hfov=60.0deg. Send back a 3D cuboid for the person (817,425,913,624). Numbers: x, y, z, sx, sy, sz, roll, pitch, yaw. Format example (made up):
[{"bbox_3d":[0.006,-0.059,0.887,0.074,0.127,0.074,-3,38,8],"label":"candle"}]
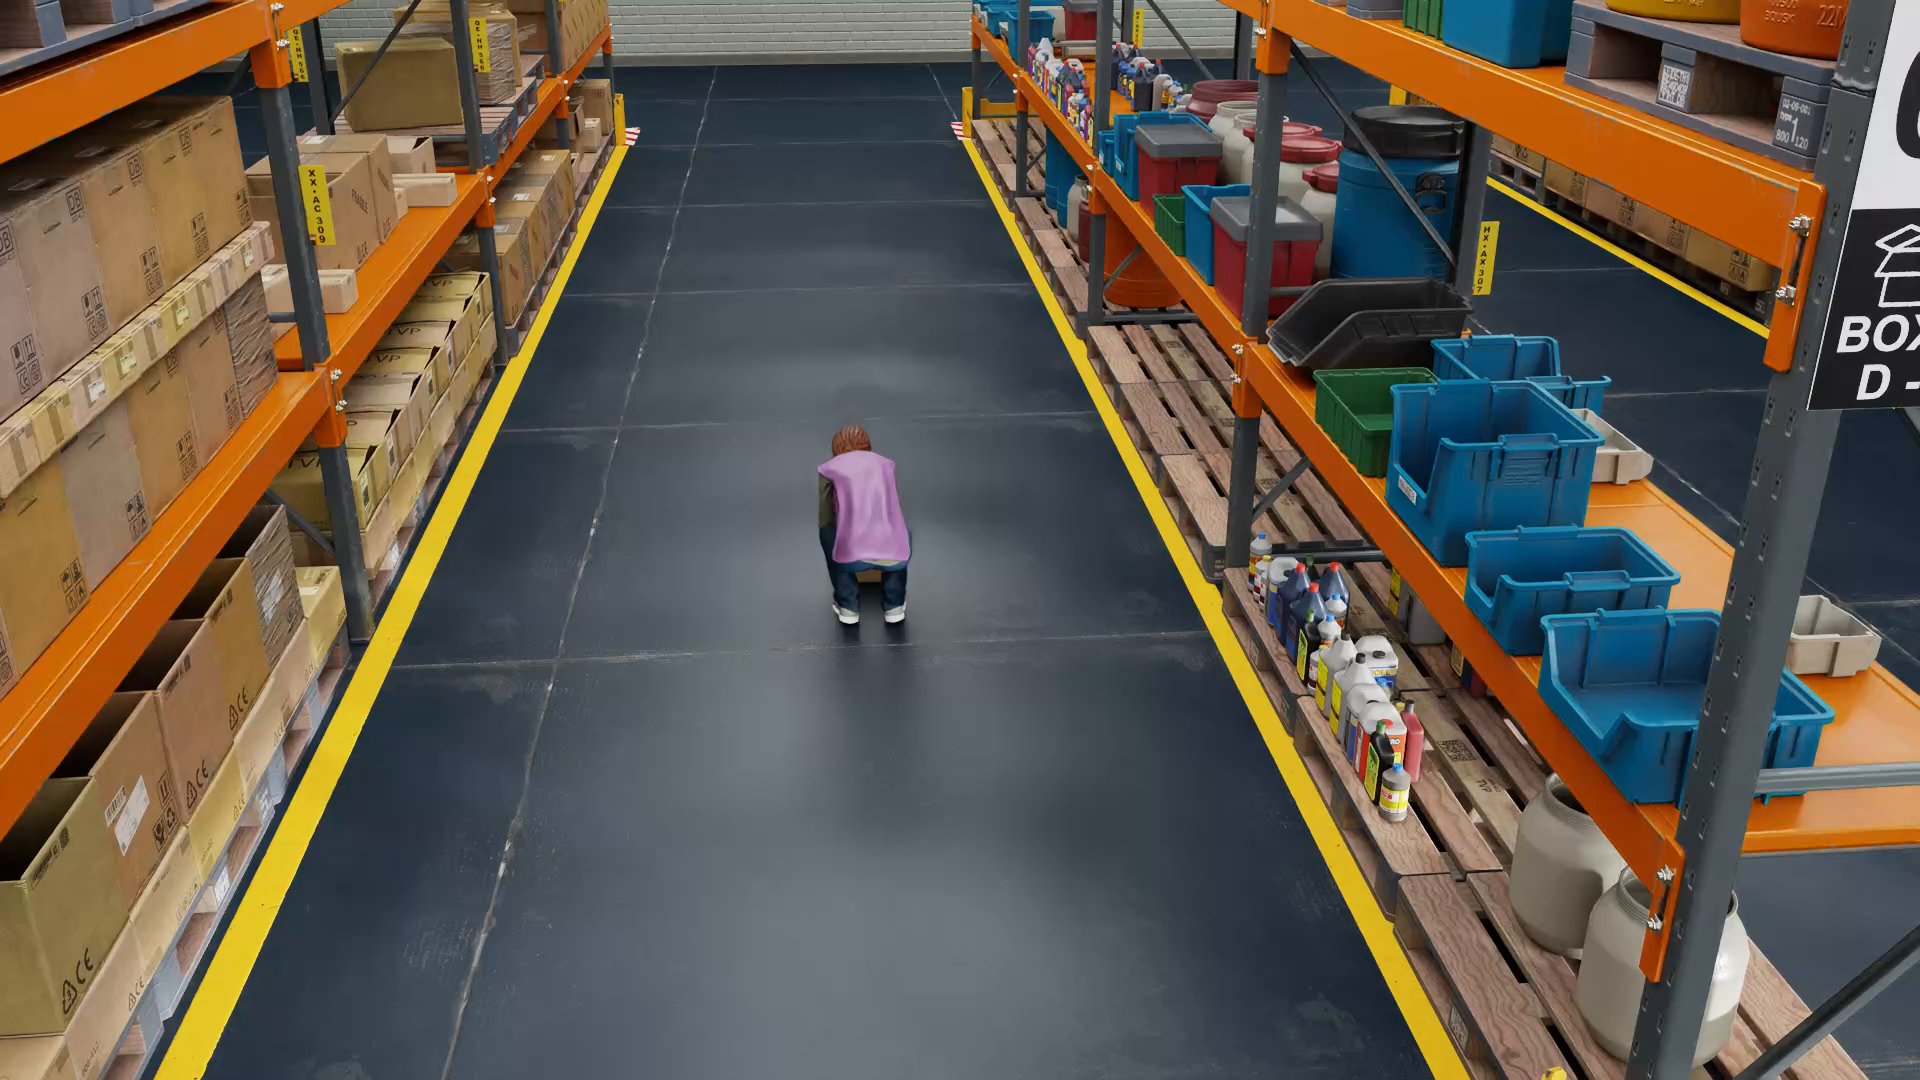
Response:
[{"bbox_3d":[-0.440,-0.057,7.748,0.436,0.782,0.803,-2,24,-5],"label":"person"}]
